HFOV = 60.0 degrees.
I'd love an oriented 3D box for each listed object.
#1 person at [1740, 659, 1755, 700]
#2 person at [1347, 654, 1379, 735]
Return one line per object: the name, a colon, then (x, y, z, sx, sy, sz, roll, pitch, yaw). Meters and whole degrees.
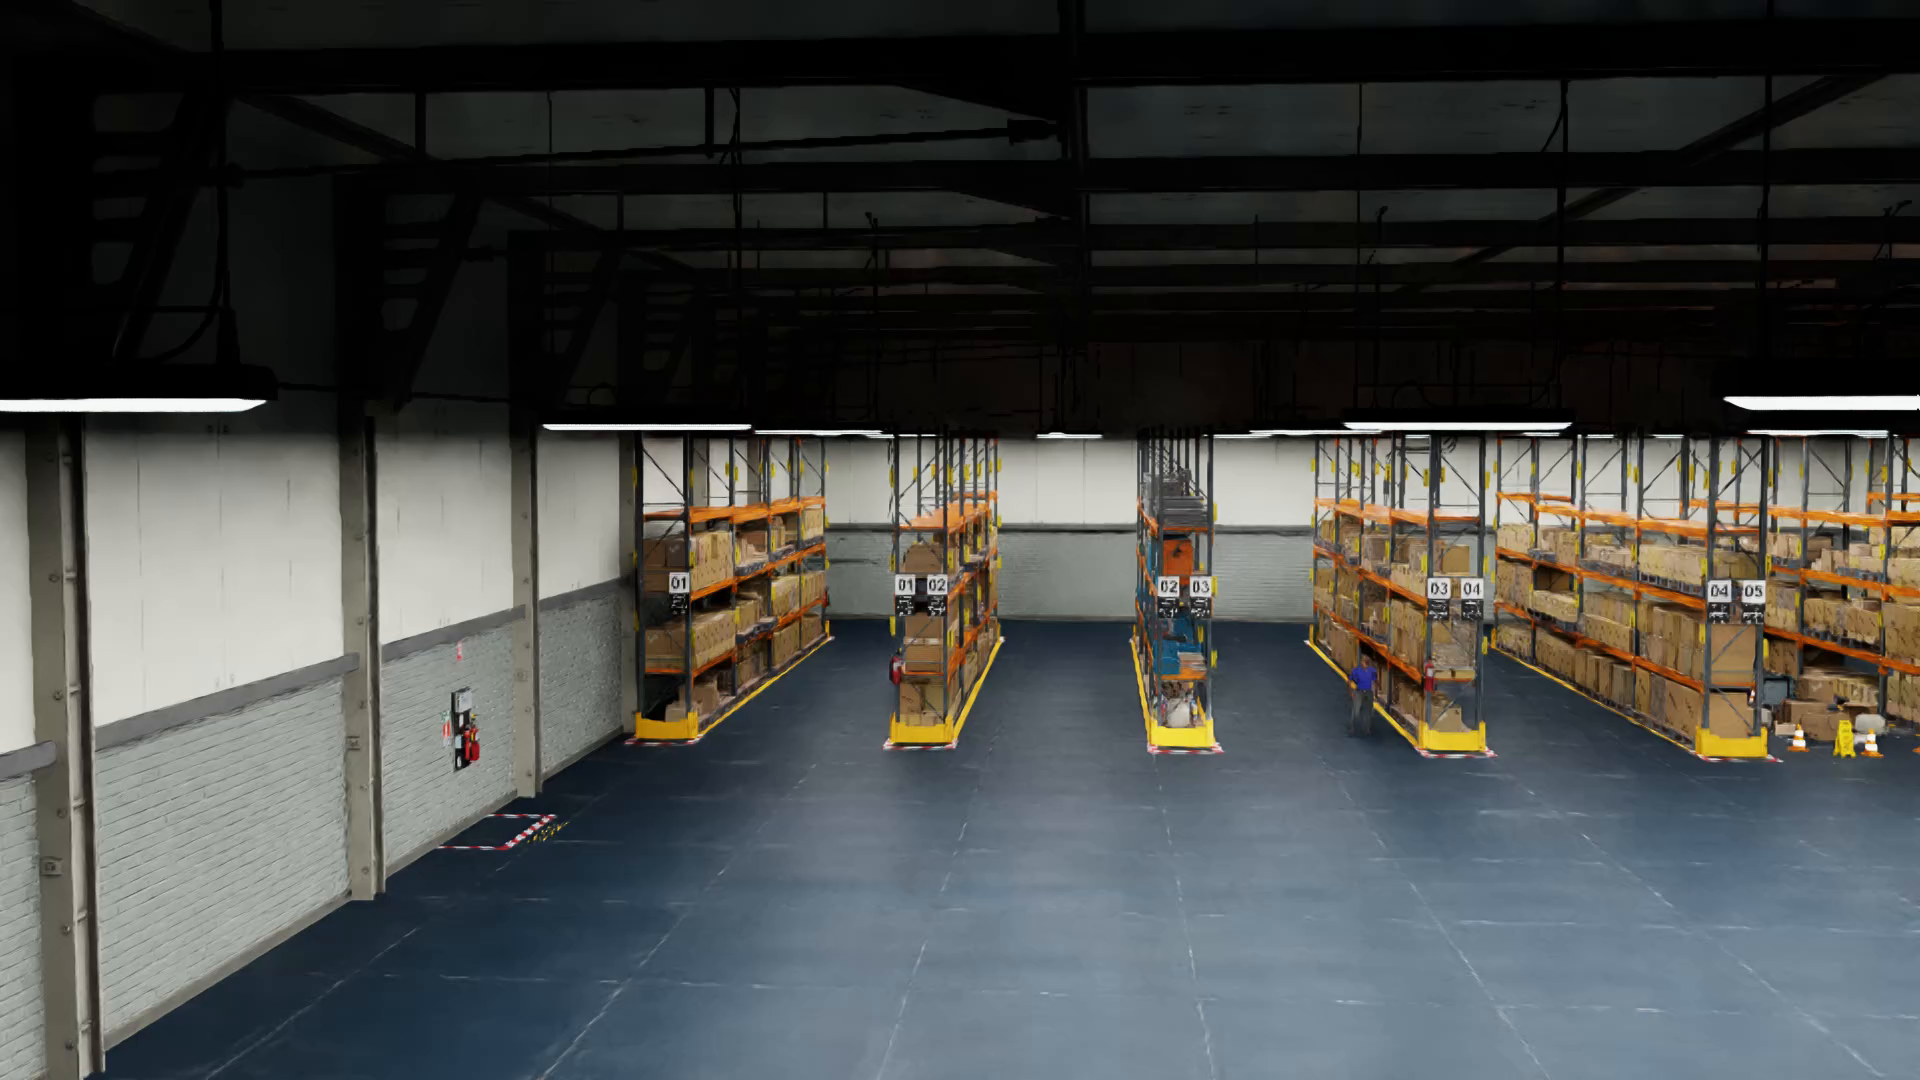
person: (17.013, 2.738, 36.084, 0.555, 1.604, 0.601, 2, 4, 34)
person: (7.803, 2.992, 32.214, 0.592, 1.604, 0.513, 0, 3, 3)
